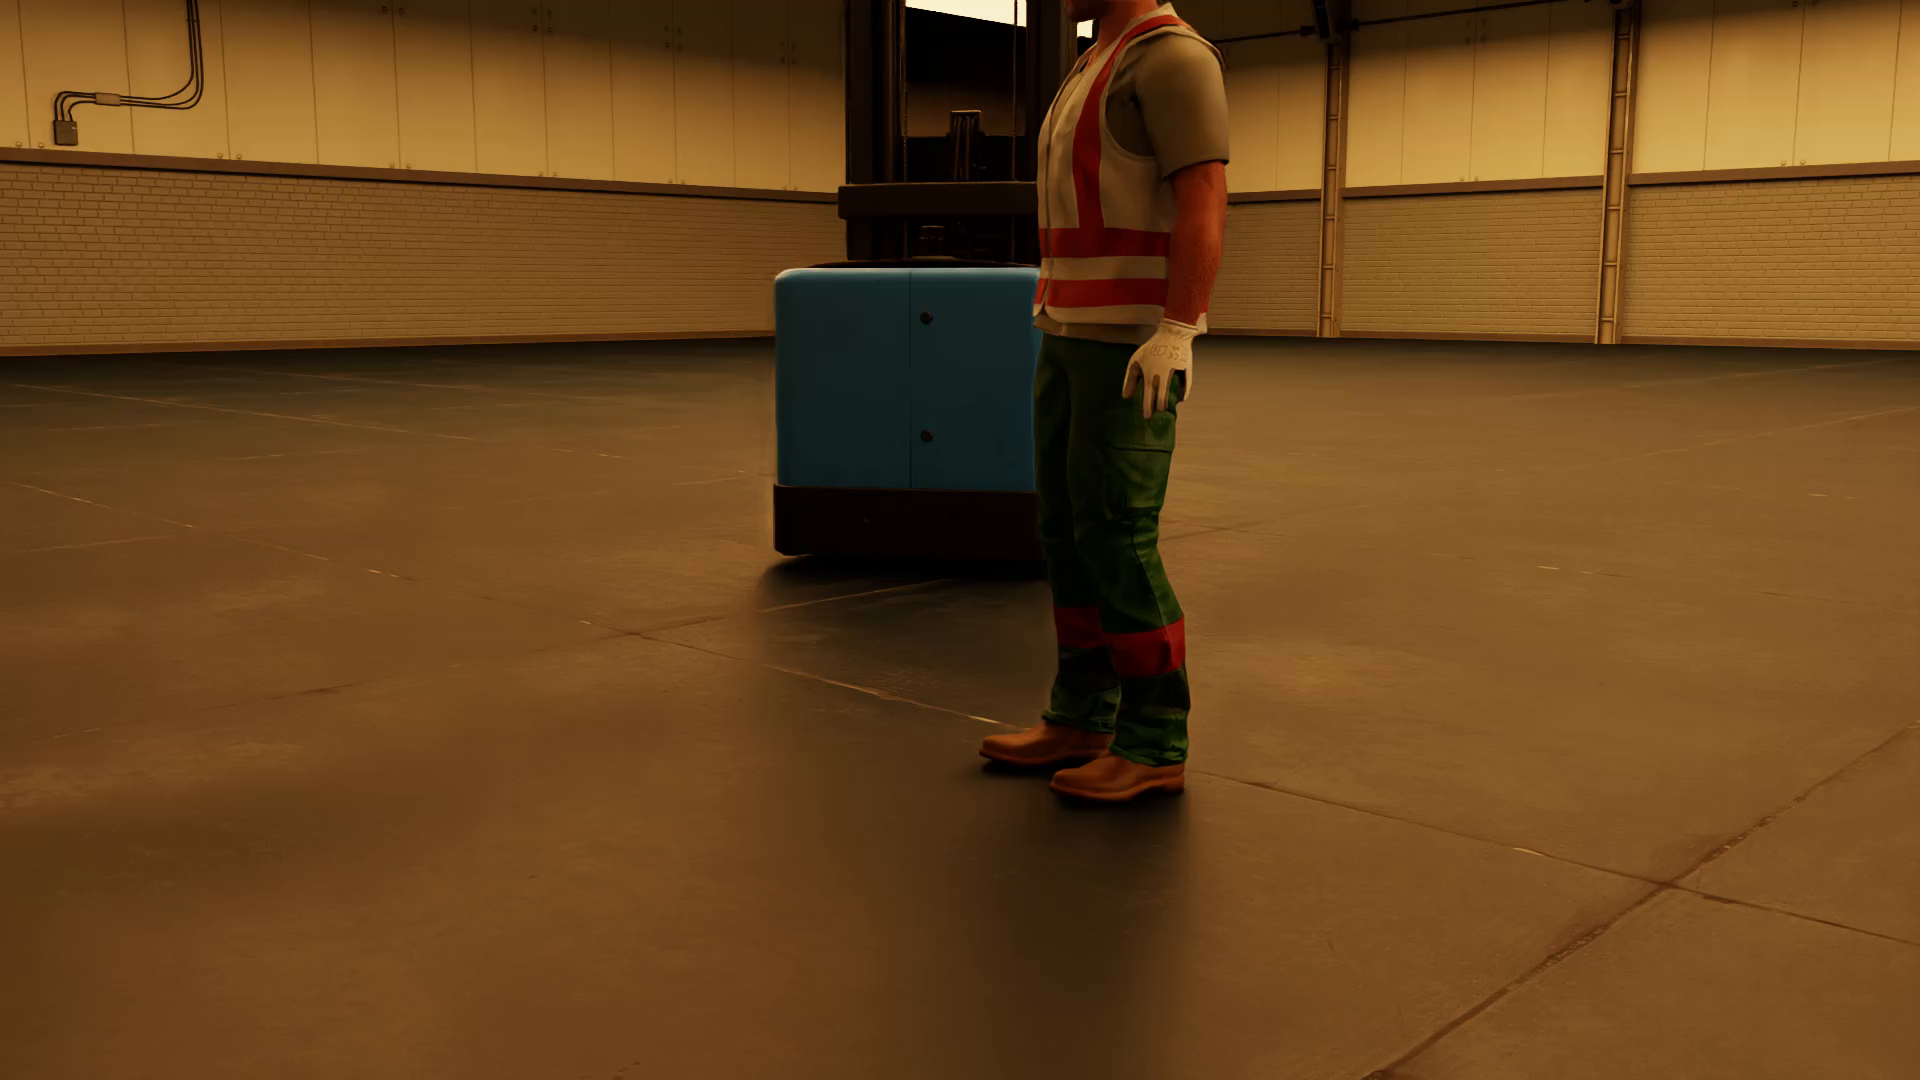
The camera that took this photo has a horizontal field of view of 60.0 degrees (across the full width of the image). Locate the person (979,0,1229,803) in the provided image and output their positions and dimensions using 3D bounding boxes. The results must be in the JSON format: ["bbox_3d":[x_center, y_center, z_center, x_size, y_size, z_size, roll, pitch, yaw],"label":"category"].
[{"bbox_3d":[0.271,-0.388,3.296,0.396,1.792,0.655,-2,9,-15],"label":"person"}]

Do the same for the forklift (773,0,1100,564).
[{"bbox_3d":[0.115,-1.539,7.092,1.130,2.935,3.031,2,9,11],"label":"forklift"}]
